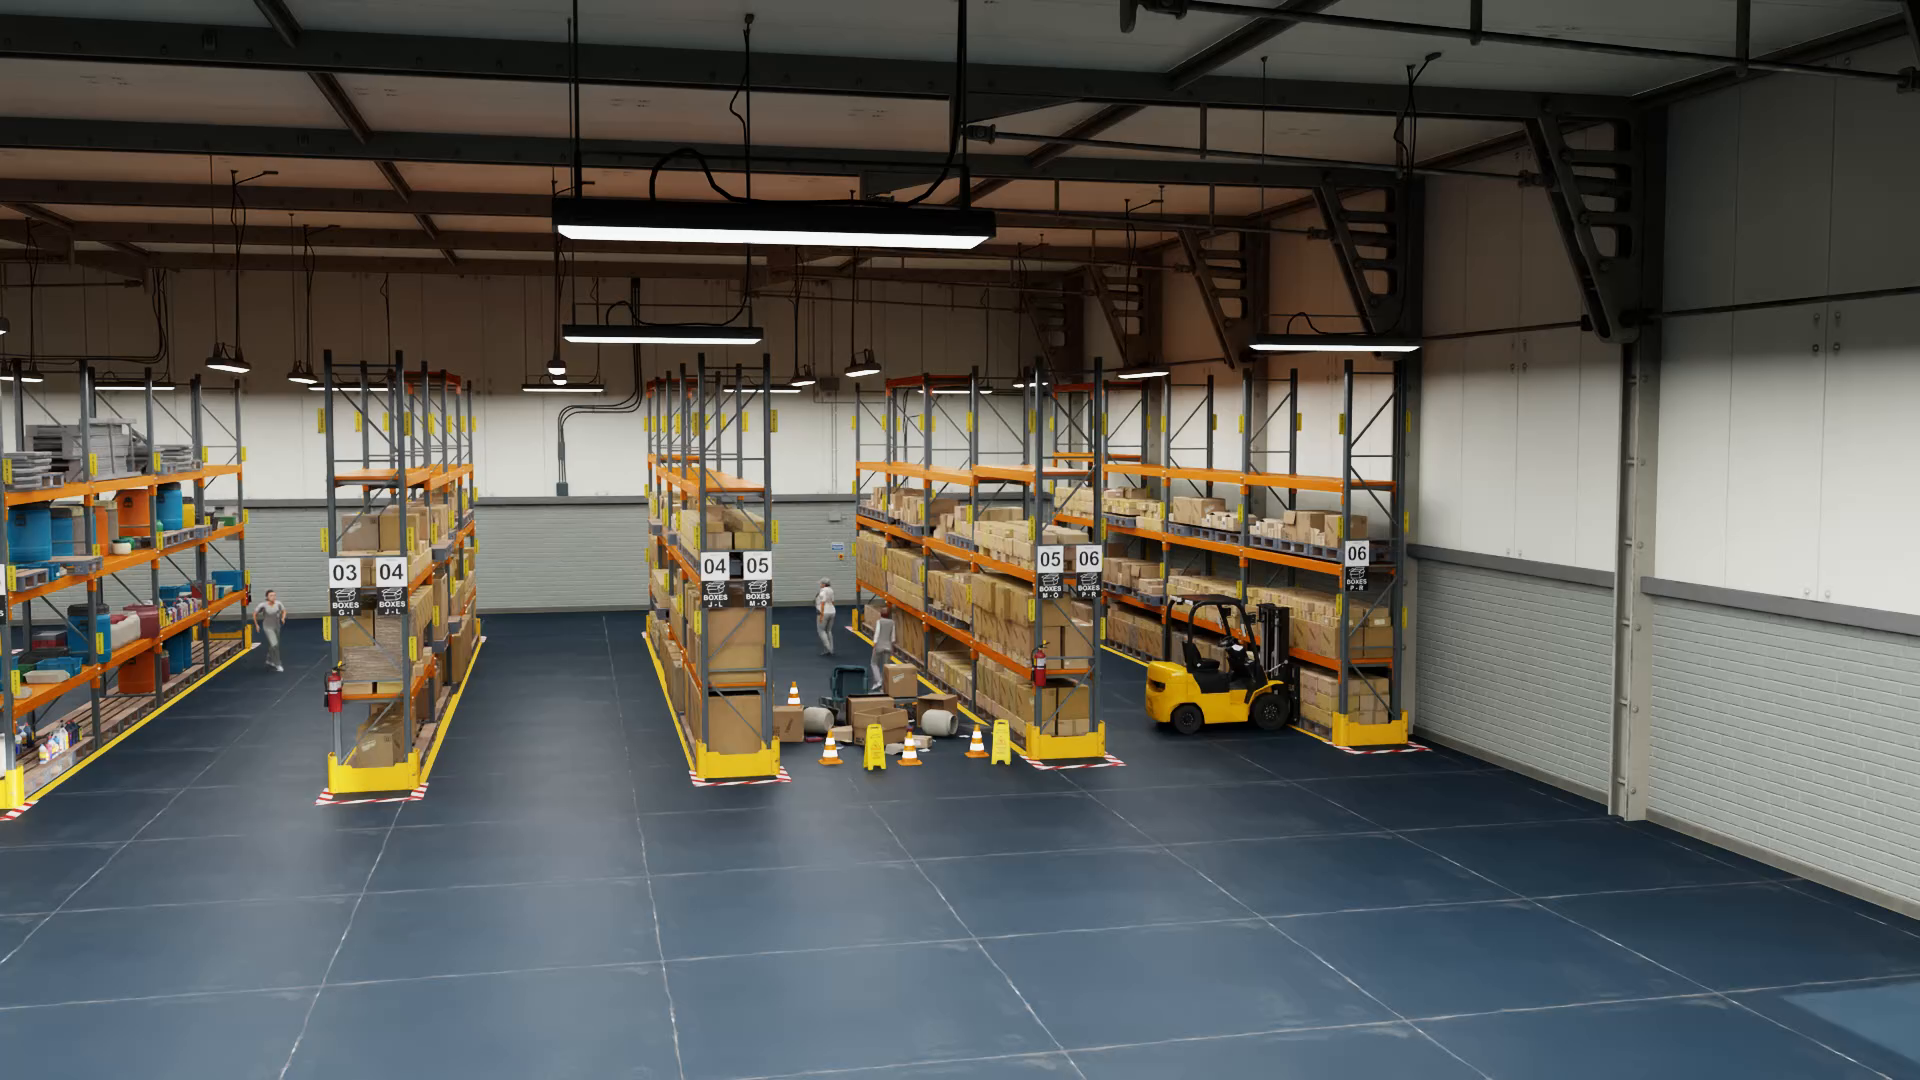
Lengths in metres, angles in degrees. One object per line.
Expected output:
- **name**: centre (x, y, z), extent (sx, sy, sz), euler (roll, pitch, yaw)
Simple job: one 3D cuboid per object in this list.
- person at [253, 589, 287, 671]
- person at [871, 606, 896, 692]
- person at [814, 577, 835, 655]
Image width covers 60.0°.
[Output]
- **person**: centre (-14.080, 1.844, 33.927), extent (0.784, 1.665, 0.653), euler (4, 6, 45)
- **person**: centre (-1.438, 2.044, 31.042), extent (0.484, 1.585, 0.367), euler (-1, 4, -19)
- **person**: centre (-2.926, 1.678, 36.308), extent (0.428, 1.728, 0.520), euler (2, 5, 30)
